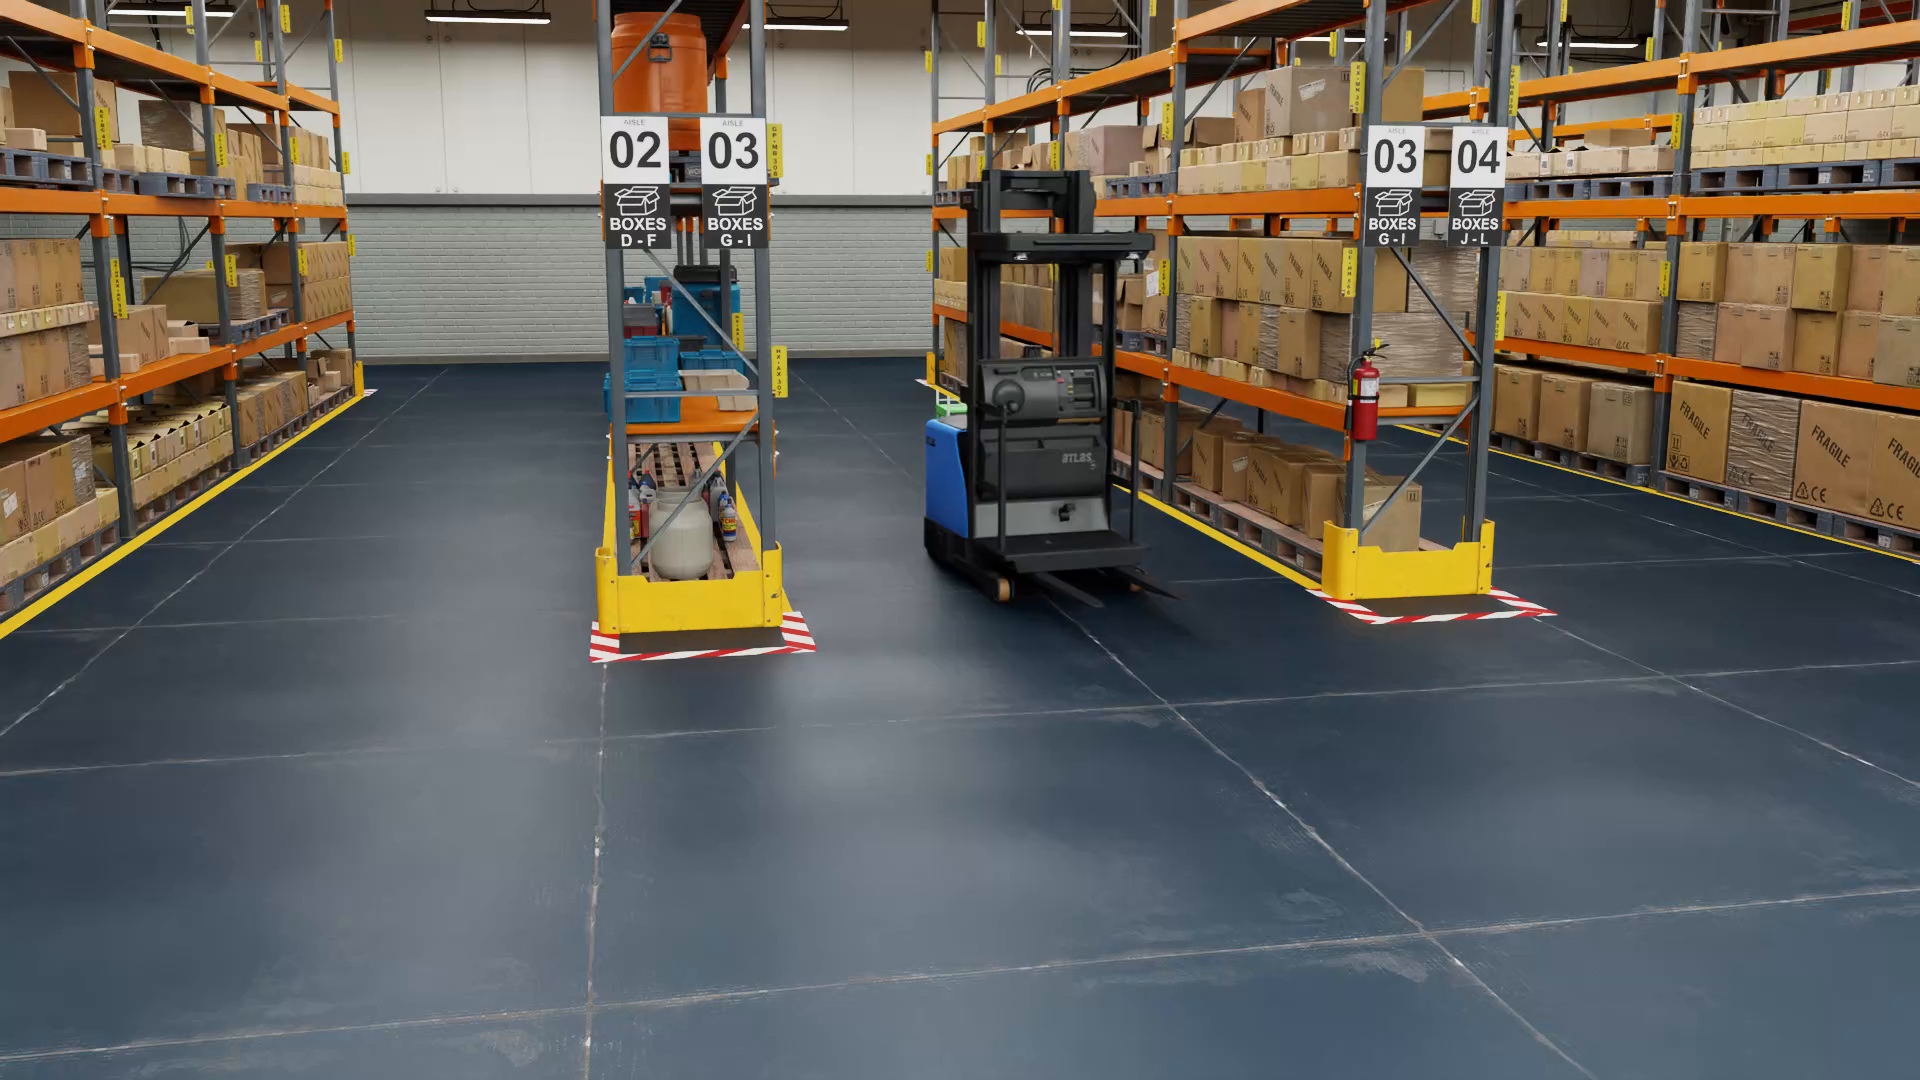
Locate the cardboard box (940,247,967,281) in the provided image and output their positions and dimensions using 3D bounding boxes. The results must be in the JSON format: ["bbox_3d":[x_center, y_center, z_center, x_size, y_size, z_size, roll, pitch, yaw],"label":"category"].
[{"bbox_3d":[-0.016,-4.280,25.760,0.500,0.500,0.500,-2,11,-12],"label":"cardboard box"}]

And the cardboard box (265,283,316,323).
[{"bbox_3d":[-8.713,-3.088,21.630,0.500,0.500,0.500,-2,11,-10],"label":"cardboard box"}]

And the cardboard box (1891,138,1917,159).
[{"bbox_3d":[7.511,-3.050,12.956,0.380,0.149,0.250,-2,11,-10],"label":"cardboard box"}]

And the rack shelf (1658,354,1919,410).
[{"bbox_3d":[7.666,-1.269,14.267,1.077,0.370,4.000,-2,11,-11],"label":"rack shelf"}]

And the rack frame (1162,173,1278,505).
[{"bbox_3d":[2.393,-1.828,15.276,1.000,3.000,0.127,-2,11,-11],"label":"rack frame"}]

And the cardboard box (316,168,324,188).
[{"bbox_3d":[-9.014,-4.954,22.746,0.500,0.250,0.500,-2,11,-11],"label":"cardboard box"}]

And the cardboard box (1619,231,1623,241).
[{"bbox_3d":[10.240,-4.611,25.226,0.380,0.149,0.250,-2,11,-10],"label":"cardboard box"}]

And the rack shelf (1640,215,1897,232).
[{"bbox_3d":[10.946,-4.409,22.738,1.077,0.370,4.000,-2,11,-11],"label":"rack shelf"}]

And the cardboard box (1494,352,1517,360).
[{"bbox_3d":[6.603,-2.205,20.816,0.500,0.250,0.500,-3,11,-14],"label":"cardboard box"}]

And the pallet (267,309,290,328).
[{"bbox_3d":[-8.833,-2.690,20.323,1.003,0.211,1.213,-2,11,-11],"label":"pallet"}]

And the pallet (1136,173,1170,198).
[{"bbox_3d":[2.377,-3.326,15.629,1.213,0.211,1.003,-2,11,-11],"label":"pallet"}]

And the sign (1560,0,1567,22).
[{"bbox_3d":[7.043,-6.228,19.427,0.100,0.325,0.005,-2,11,-11],"label":"sign"}]

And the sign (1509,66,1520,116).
[{"bbox_3d":[3.703,-3.017,11.163,0.100,0.325,0.005,-2,11,-11],"label":"sign"}]

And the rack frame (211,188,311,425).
[{"bbox_3d":[-8.881,-2.935,21.096,1.000,3.000,0.127,-2,11,-11],"label":"rack frame"}]

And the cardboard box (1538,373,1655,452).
[{"bbox_3d":[6.885,-1.378,17.809,1.050,0.750,0.750,-2,11,-11],"label":"cardboard box"}]

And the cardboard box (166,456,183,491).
[{"bbox_3d":[-7.362,-0.595,15.032,0.500,0.250,0.500,-2,11,-13],"label":"cardboard box"}]

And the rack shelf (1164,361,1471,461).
[{"bbox_3d":[2.782,-1.107,13.416,1.077,0.370,4.000,-2,11,-11],"label":"rack shelf"}]

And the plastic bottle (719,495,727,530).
[{"bbox_3d":[-1.821,-0.215,12.923,0.097,0.271,0.097,0,11,0],"label":"plastic bottle"}]

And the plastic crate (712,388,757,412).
[{"bbox_3d":[-1.546,-0.960,11.424,0.298,0.136,0.250,-2,11,-11],"label":"plastic crate"}]

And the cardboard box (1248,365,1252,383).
[{"bbox_3d":[2.537,-1.335,13.360,0.380,0.149,0.250,-2,11,-11],"label":"cardboard box"}]

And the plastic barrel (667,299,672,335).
[{"bbox_3d":[-2.664,-2.112,16.405,0.433,0.535,0.433,0,11,0],"label":"plastic barrel"}]

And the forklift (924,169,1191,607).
[{"bbox_3d":[0.669,-1.096,11.617,1.130,2.935,3.031,-4,11,-18],"label":"forklift"}]

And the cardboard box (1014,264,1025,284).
[{"bbox_3d":[1.091,-3.594,21.604,0.797,0.503,0.637,-2,11,-10],"label":"cardboard box"}]

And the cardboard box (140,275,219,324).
[{"bbox_3d":[-8.336,-2.568,17.778,0.700,0.500,0.500,-6,12,-30],"label":"cardboard box"}]

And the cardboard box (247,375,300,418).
[{"bbox_3d":[-8.416,-1.752,20.390,0.500,0.500,0.500,-2,11,-11],"label":"cardboard box"}]

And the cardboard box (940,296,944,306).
[{"bbox_3d":[-0.095,-3.734,25.964,0.380,0.149,0.250,-2,11,-12],"label":"cardboard box"}]

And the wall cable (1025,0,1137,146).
[{"bbox_3d":[2.340,-9.718,32.085,2.277,5.999,0.120,-2,11,-11],"label":"wall cable"}]

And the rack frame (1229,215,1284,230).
[{"bbox_3d":[4.943,-4.190,27.690,1.000,3.000,0.127,-2,11,-11],"label":"rack frame"}]

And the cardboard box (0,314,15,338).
[{"bbox_3d":[-6.711,-1.464,11.363,0.380,0.149,0.250,-2,11,-10],"label":"cardboard box"}]

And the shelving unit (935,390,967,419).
[{"bbox_3d":[-0.032,-0.620,13.744,0.258,1.200,0.503,-2,11,-11],"label":"shelving unit"}]

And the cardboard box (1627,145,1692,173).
[{"bbox_3d":[6.983,-3.768,16.462,0.500,0.250,0.500,-2,11,-10],"label":"cardboard box"}]

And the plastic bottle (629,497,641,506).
[{"bbox_3d":[-2.524,-0.186,12.757,0.152,0.276,0.135,-2,11,-13],"label":"plastic bottle"}]

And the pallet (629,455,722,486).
[{"bbox_3d":[-2.897,-0.644,16.518,1.003,0.211,1.213,-2,11,-11],"label":"pallet"}]

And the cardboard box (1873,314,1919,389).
[{"bbox_3d":[7.810,-1.496,13.133,0.875,0.550,0.550,-2,11,-11],"label":"cardboard box"}]

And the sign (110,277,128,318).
[{"bbox_3d":[-6.781,-1.953,13.406,0.100,0.325,0.005,-2,11,-11],"label":"sign"}]

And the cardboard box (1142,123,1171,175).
[{"bbox_3d":[2.214,-3.821,16.326,0.797,0.503,0.637,-2,11,-9],"label":"cardboard box"}]

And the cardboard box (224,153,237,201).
[{"bbox_3d":[-8.320,-3.897,17.857,0.910,0.500,0.500,-2,11,-11],"label":"cardboard box"}]

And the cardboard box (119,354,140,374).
[{"bbox_3d":[-7.297,-1.515,14.303,0.380,0.149,0.250,-2,11,-11],"label":"cardboard box"}]

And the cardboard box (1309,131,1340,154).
[{"bbox_3d":[2.714,-2.827,11.842,0.380,0.149,0.250,-3,11,-13],"label":"cardboard box"}]

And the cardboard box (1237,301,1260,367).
[{"bbox_3d":[2.735,-1.664,13.353,0.875,0.500,0.500,-2,11,-11],"label":"cardboard box"}]

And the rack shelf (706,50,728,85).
[{"bbox_3d":[-2.855,-4.412,15.801,1.077,0.370,4.000,-2,11,-11],"label":"rack shelf"}]

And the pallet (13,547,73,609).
[{"bbox_3d":[-6.971,0.273,11.695,1.003,0.211,1.213,-2,11,-11],"label":"pallet"}]

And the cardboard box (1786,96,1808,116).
[{"bbox_3d":[7.264,-3.674,14.104,0.380,0.149,0.250,-2,11,-11],"label":"cardboard box"}]

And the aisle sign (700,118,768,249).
[{"bbox_3d":[-1.387,-2.188,10.219,0.394,0.787,0.004,-2,11,-11],"label":"aisle sign"}]

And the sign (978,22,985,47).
[{"bbox_3d":[0.287,-6.763,22.240,0.100,0.325,0.005,-2,11,-11],"label":"sign"}]

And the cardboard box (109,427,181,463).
[{"bbox_3d":[-7.355,-0.871,14.980,0.500,0.311,0.500,-2,11,-13],"label":"cardboard box"}]

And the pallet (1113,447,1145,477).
[{"bbox_3d":[1.999,-0.825,17.465,1.003,0.211,1.213,-2,11,-11],"label":"pallet"}]

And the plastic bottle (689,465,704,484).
[{"bbox_3d":[-2.199,-0.449,13.943,0.144,0.351,0.185,-2,11,-11],"label":"plastic bottle"}]

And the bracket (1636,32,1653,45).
[{"bbox_3d":[14.117,-10.311,34.173,0.235,0.232,0.430,-2,11,-11],"label":"bracket"}]

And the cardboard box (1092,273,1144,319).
[{"bbox_3d":[1.759,-2.719,18.569,0.500,0.500,0.500,-4,11,-18],"label":"cardboard box"}]

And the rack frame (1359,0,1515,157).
[{"bbox_3d":[3.170,-4.041,10.861,1.000,3.000,0.127,-2,11,-11],"label":"rack frame"}]

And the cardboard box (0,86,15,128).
[{"bbox_3d":[-7.486,-3.164,12.509,0.500,0.500,0.500,-1,11,-6],"label":"cardboard box"}]

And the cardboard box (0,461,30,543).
[{"bbox_3d":[-6.642,-0.248,11.200,0.500,0.500,0.500,-2,11,-11],"label":"cardboard box"}]

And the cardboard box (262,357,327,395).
[{"bbox_3d":[-9.252,-2.269,23.098,0.797,0.503,0.637,-2,11,-11],"label":"cardboard box"}]

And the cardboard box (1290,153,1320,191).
[{"bbox_3d":[2.728,-2.664,12.052,0.500,0.250,0.500,-2,11,-11],"label":"cardboard box"}]

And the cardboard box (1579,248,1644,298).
[{"bbox_3d":[6.975,-2.808,17.483,0.700,0.500,0.500,-2,11,-11],"label":"cardboard box"}]
